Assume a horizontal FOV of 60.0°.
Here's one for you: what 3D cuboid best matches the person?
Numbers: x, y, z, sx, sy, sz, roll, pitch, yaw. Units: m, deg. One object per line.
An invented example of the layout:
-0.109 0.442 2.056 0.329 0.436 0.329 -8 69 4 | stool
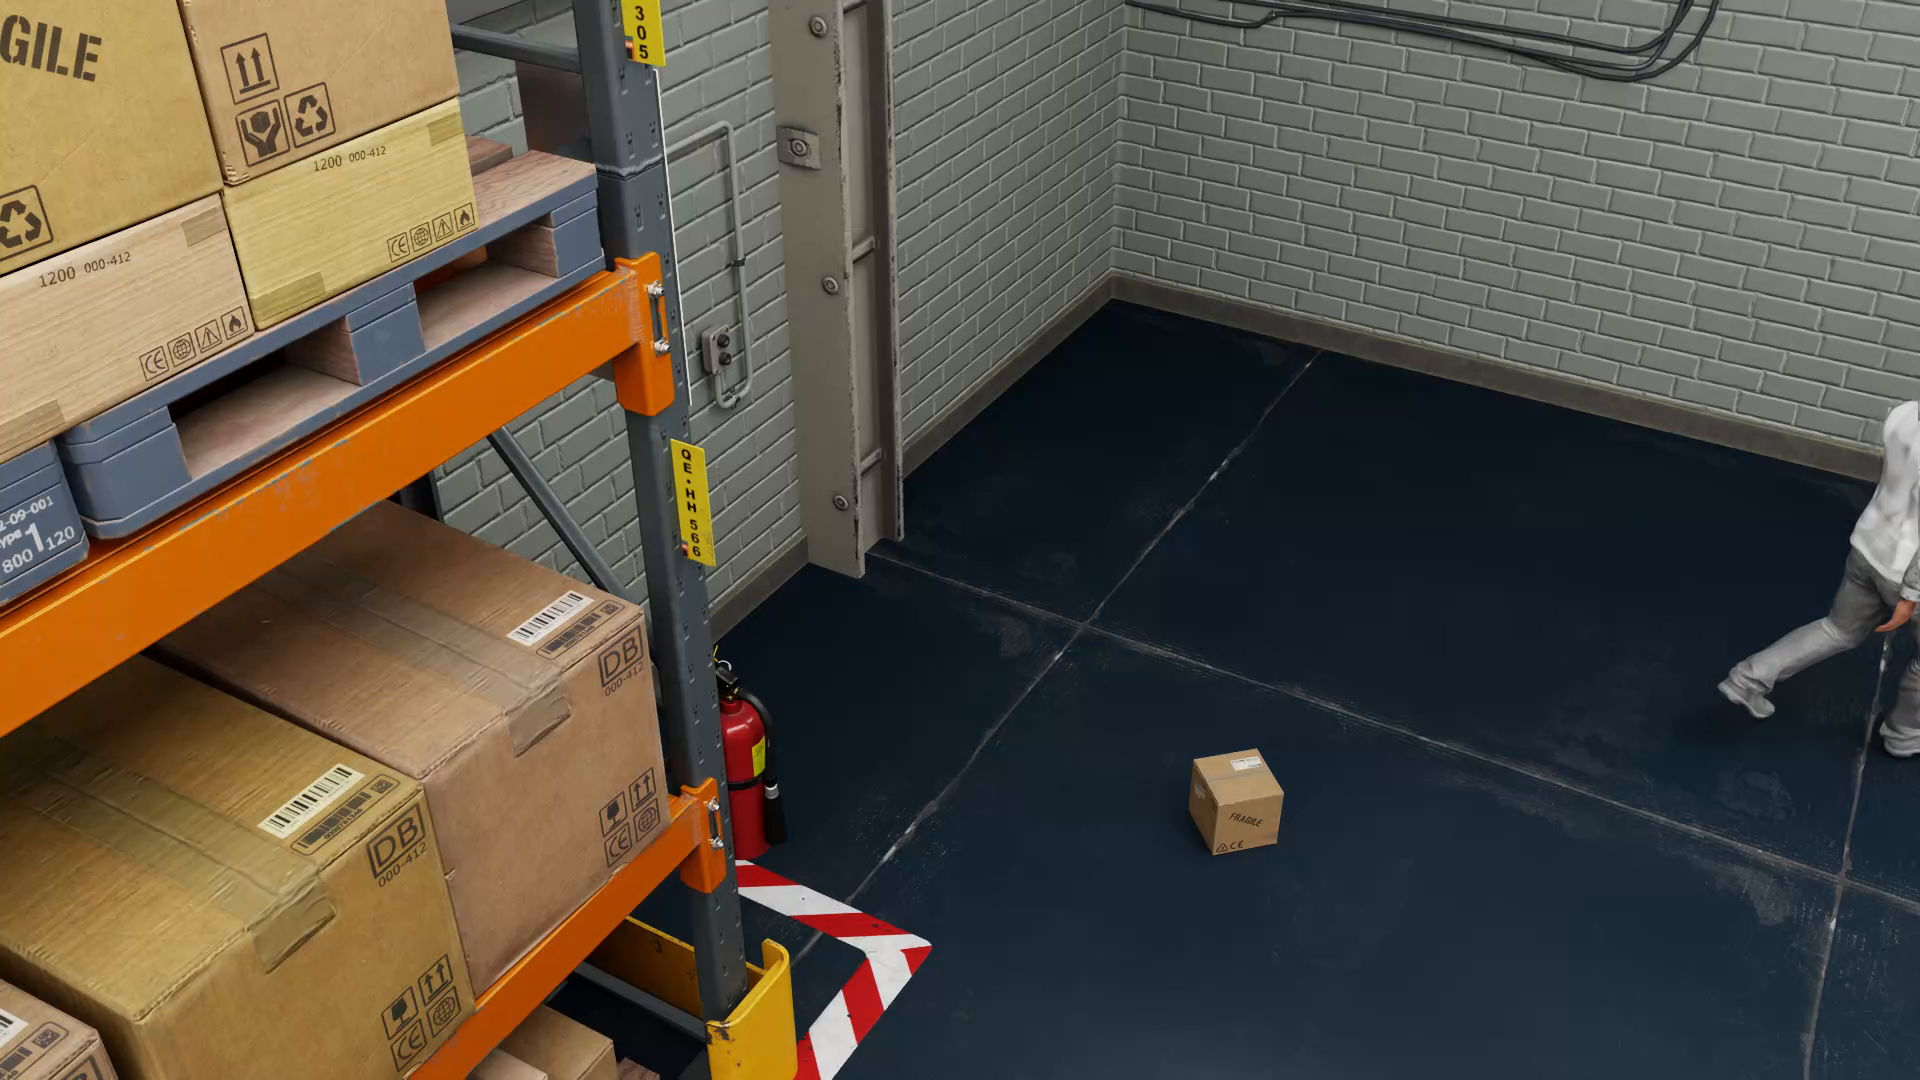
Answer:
3.408 0.066 6.014 0.938 1.738 0.531 -3 34 -5 | person
